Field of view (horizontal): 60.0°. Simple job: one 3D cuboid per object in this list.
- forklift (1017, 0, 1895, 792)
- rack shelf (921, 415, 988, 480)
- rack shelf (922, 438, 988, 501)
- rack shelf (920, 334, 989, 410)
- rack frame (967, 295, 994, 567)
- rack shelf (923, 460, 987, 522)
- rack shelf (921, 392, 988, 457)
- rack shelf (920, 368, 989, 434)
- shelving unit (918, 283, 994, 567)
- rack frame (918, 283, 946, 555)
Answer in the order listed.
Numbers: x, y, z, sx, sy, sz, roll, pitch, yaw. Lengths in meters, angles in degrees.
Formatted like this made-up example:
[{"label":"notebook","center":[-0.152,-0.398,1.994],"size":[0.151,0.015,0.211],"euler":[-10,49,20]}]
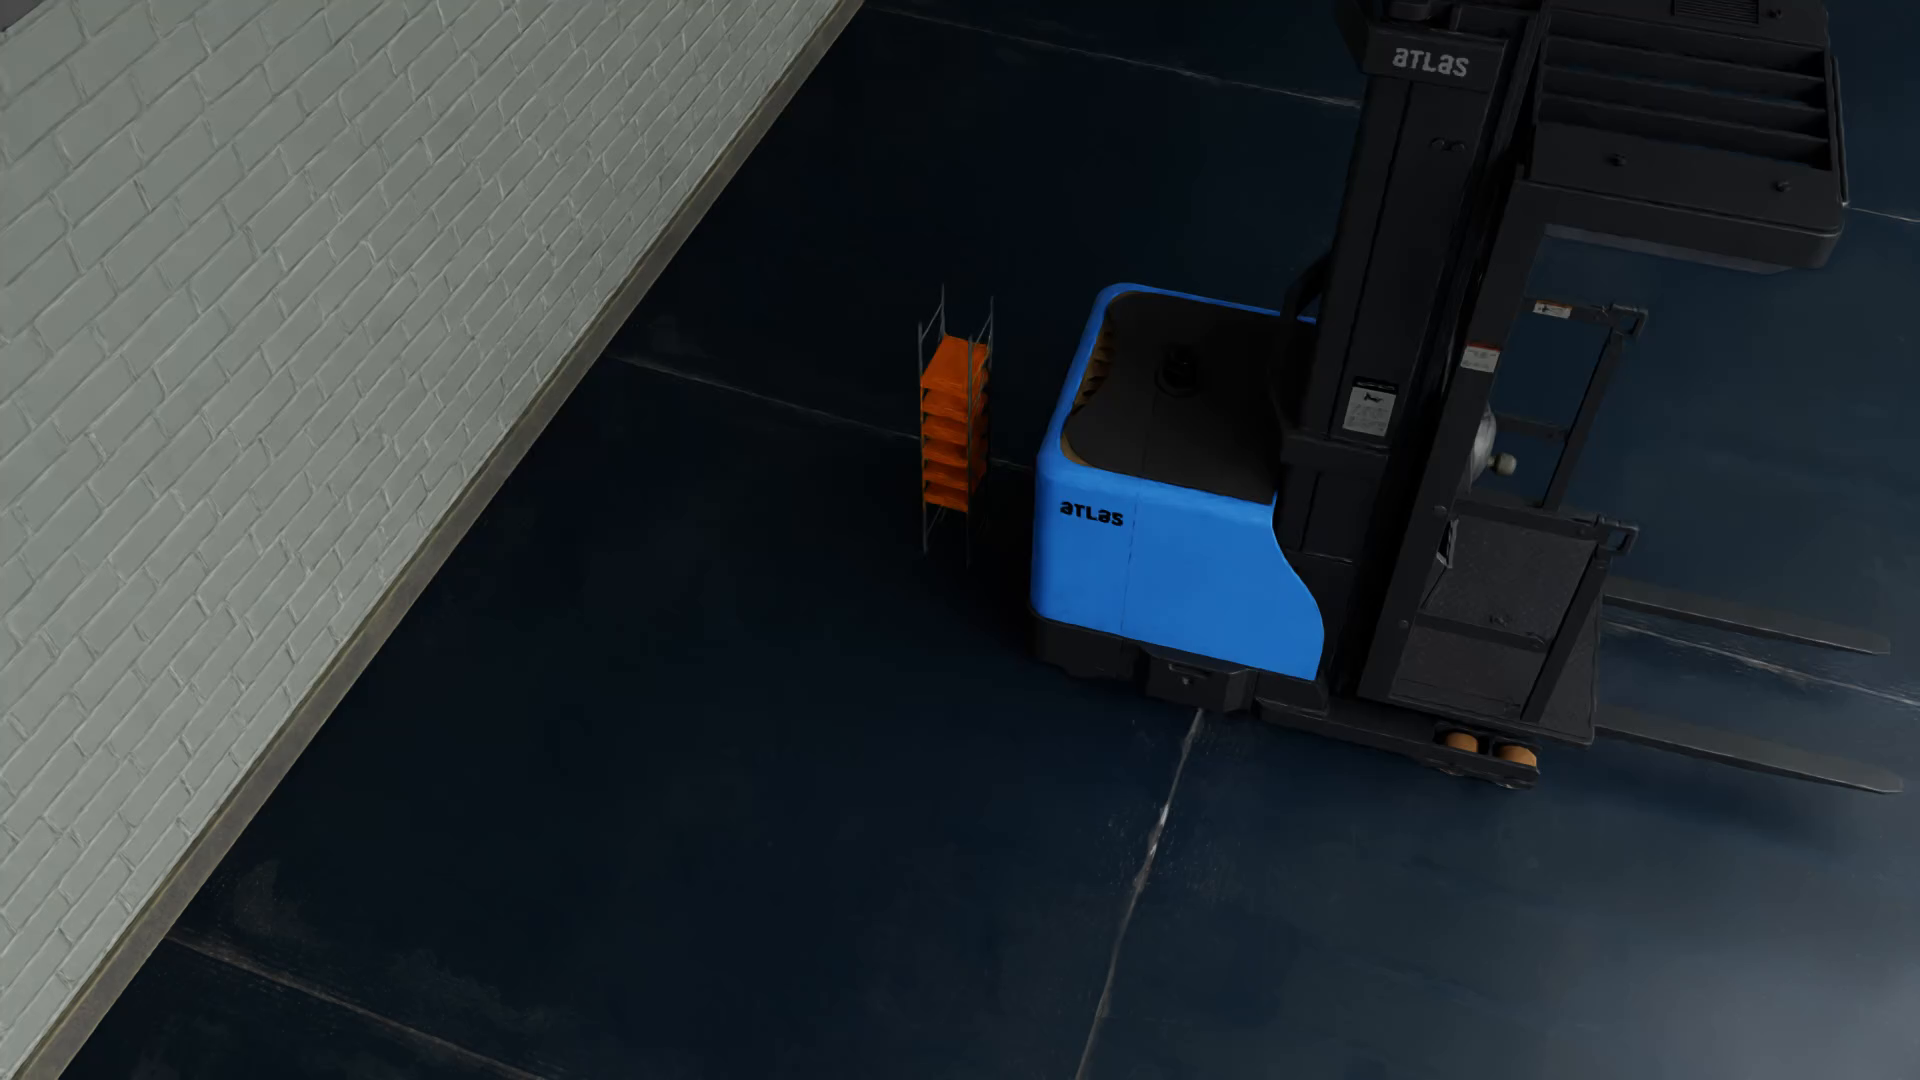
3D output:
[{"label":"forklift","center":[1.789,-0.542,5.147],"size":[3.031,2.935,1.130],"euler":[13,50,11]},{"label":"rack shelf","center":[-0.014,-0.368,6.200],"size":[0.180,0.103,0.258],"euler":[16,51,13]},{"label":"rack shelf","center":[-0.014,-0.289,6.291],"size":[0.180,0.103,0.258],"euler":[16,51,13]},{"label":"rack shelf","center":[-0.014,-0.603,5.928],"size":[0.180,0.103,0.258],"euler":[16,51,13]},{"label":"rack frame","center":[0.072,-0.373,6.146],"size":[0.006,1.200,0.240],"euler":[16,51,13]},{"label":"rack shelf","center":[-0.014,-0.210,6.381],"size":[0.180,0.103,0.258],"euler":[16,51,13]},{"label":"rack shelf","center":[-0.014,-0.446,6.109],"size":[0.180,0.103,0.258],"euler":[16,51,13]},{"label":"rack shelf","center":[-0.014,-0.525,6.019],"size":[0.180,0.103,0.258],"euler":[16,51,13]},{"label":"shelving unit","center":[-0.014,-0.397,6.166],"size":[0.189,1.200,0.258],"euler":[16,51,13]},{"label":"rack frame","center":[-0.099,-0.421,6.187],"size":[0.006,1.200,0.240],"euler":[16,51,13]}]
